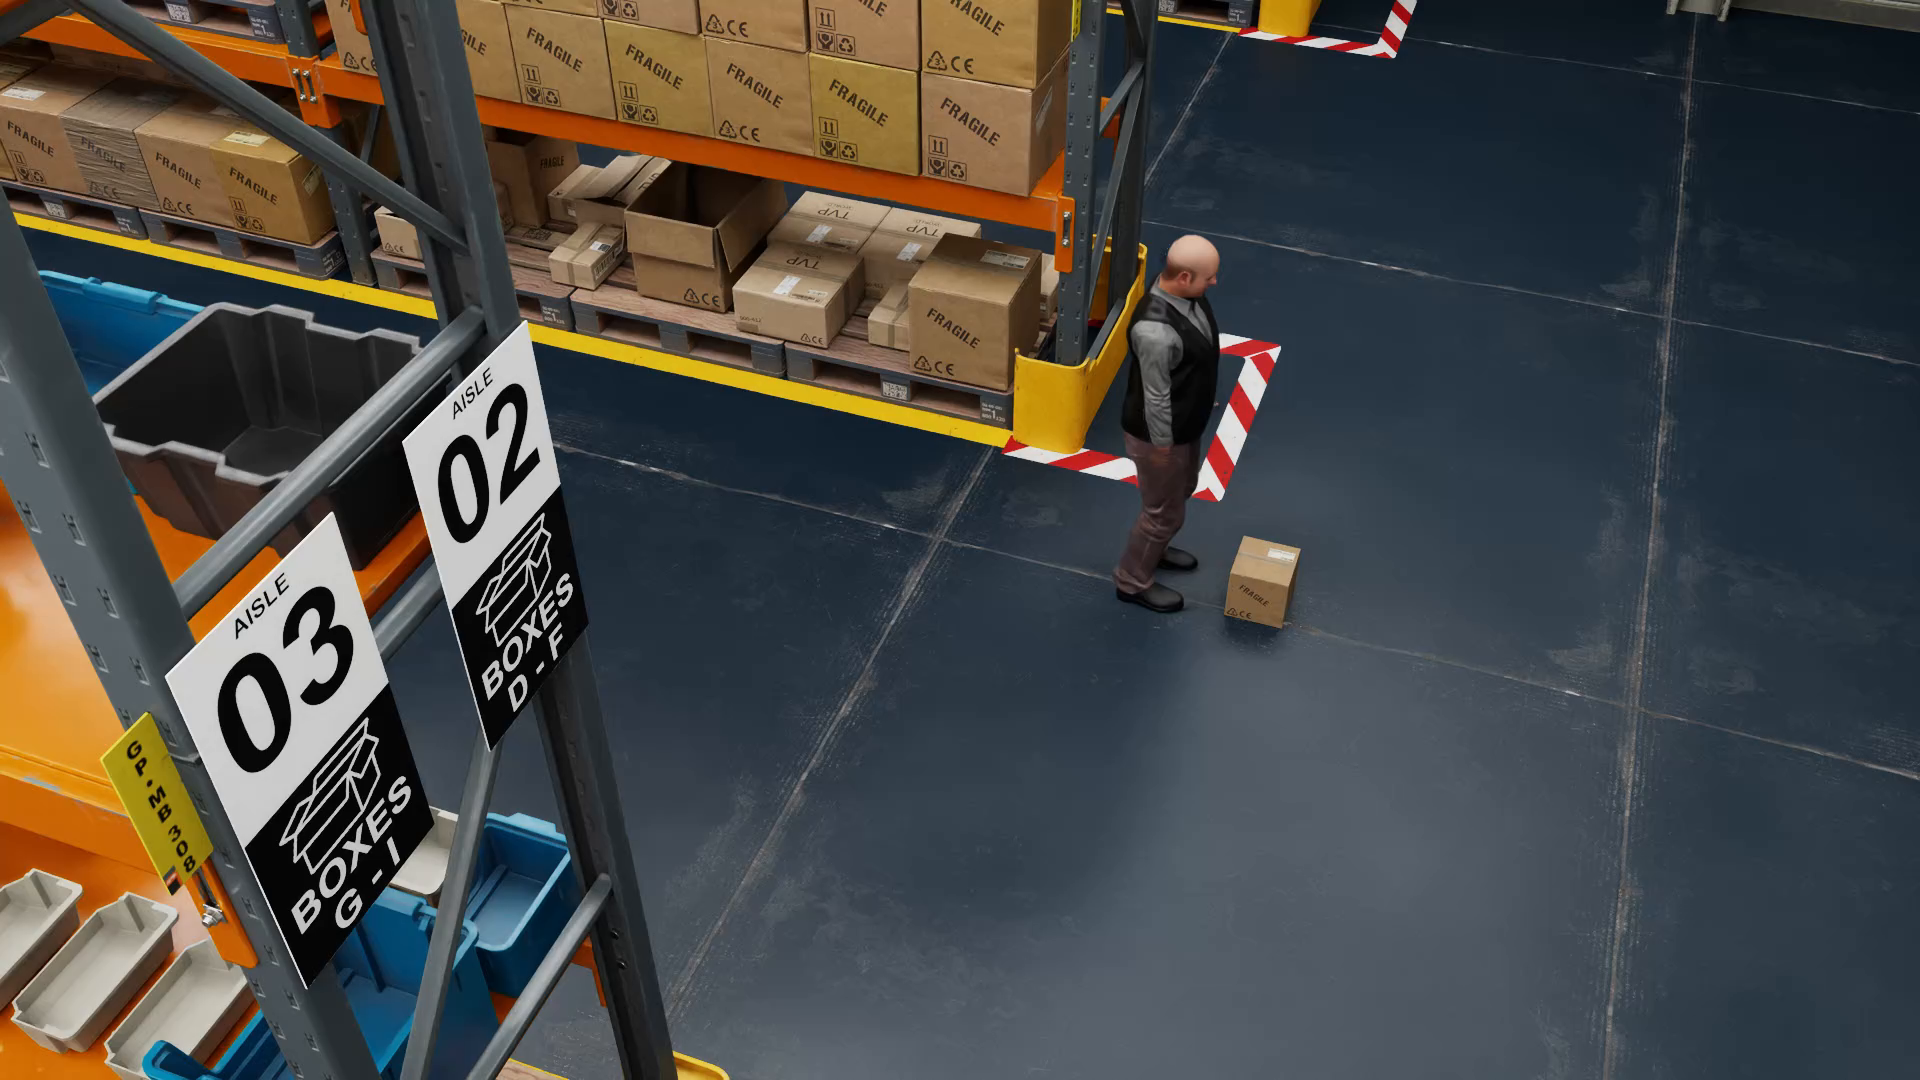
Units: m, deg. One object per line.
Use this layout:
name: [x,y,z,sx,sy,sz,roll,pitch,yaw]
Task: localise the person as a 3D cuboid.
person: [0.845,-0.485,6.744,0.354,1.710,0.536,13,43,14]
